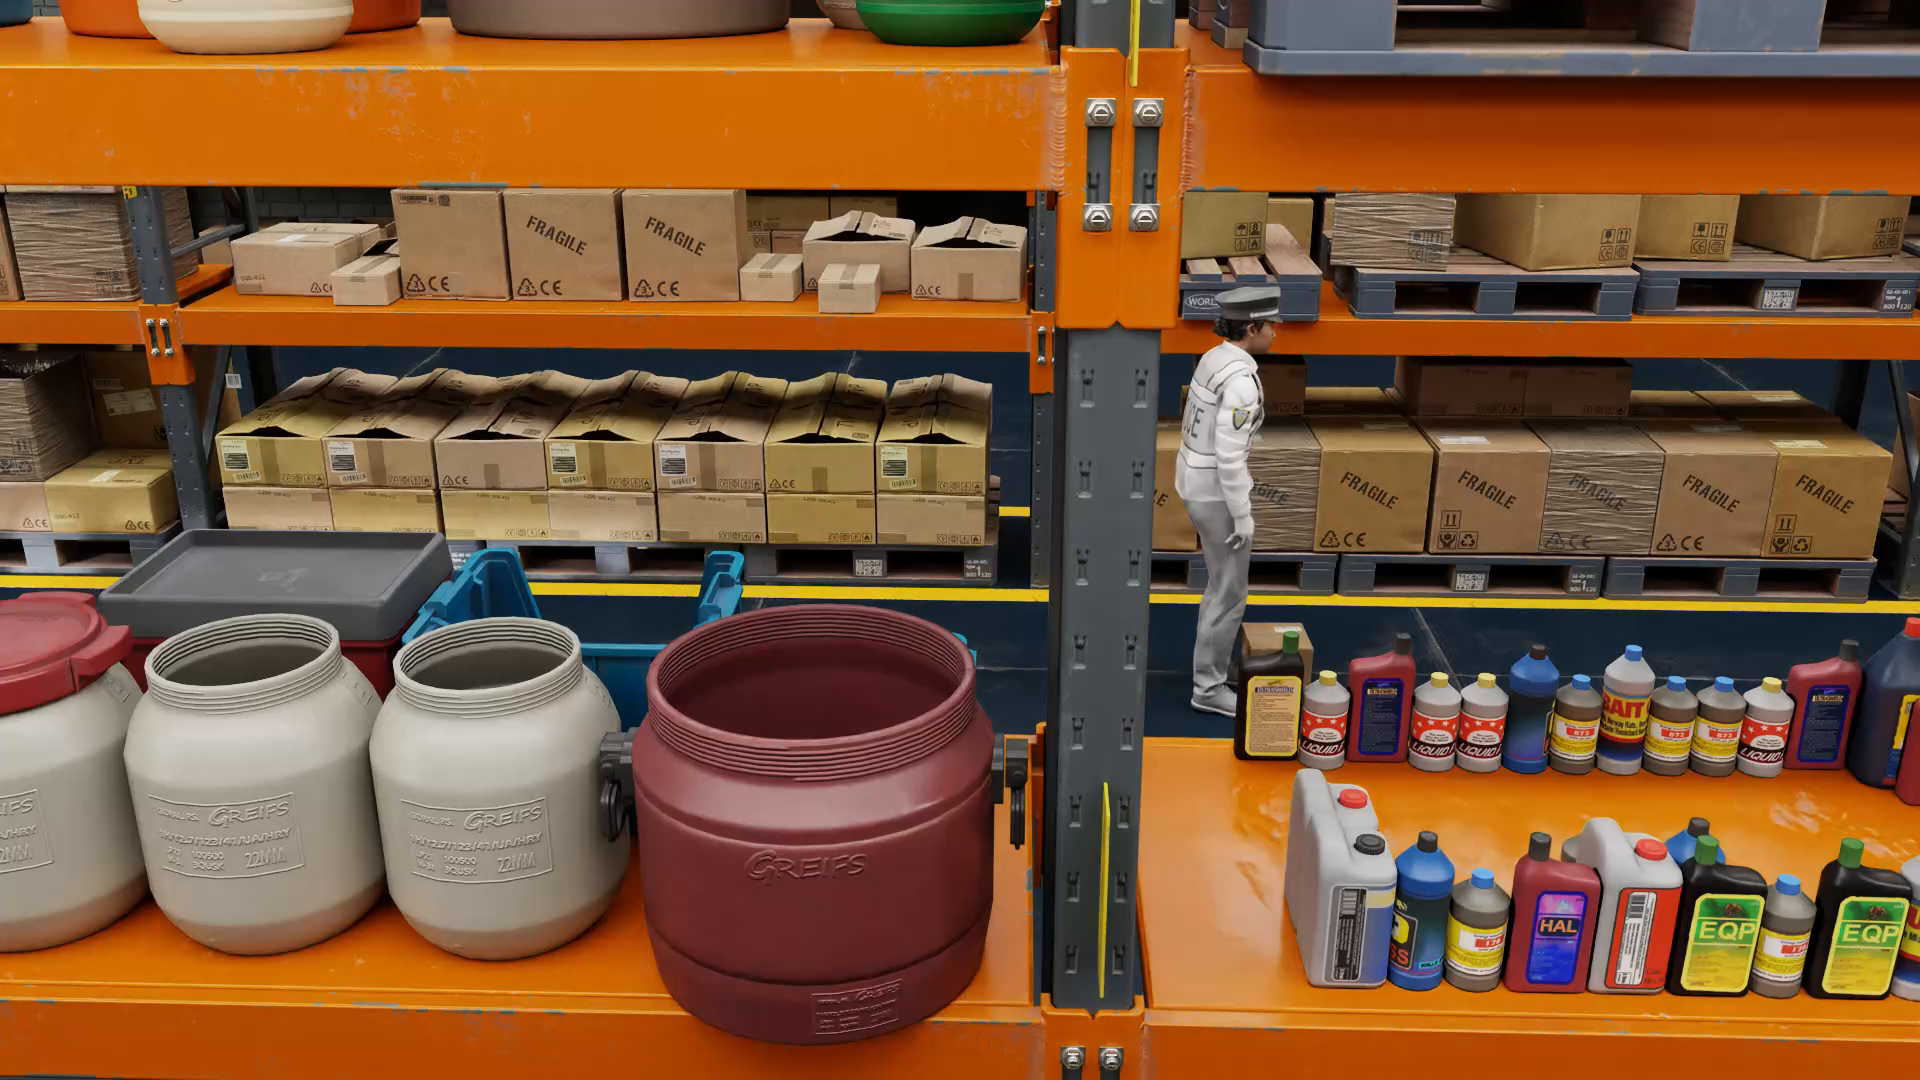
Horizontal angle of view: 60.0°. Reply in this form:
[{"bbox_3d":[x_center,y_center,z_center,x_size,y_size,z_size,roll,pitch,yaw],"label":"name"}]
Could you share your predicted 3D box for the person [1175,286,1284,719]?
[{"bbox_3d":[1.053,-0.162,6.500,0.416,1.663,0.544,-1,21,-2],"label":"person"}]
